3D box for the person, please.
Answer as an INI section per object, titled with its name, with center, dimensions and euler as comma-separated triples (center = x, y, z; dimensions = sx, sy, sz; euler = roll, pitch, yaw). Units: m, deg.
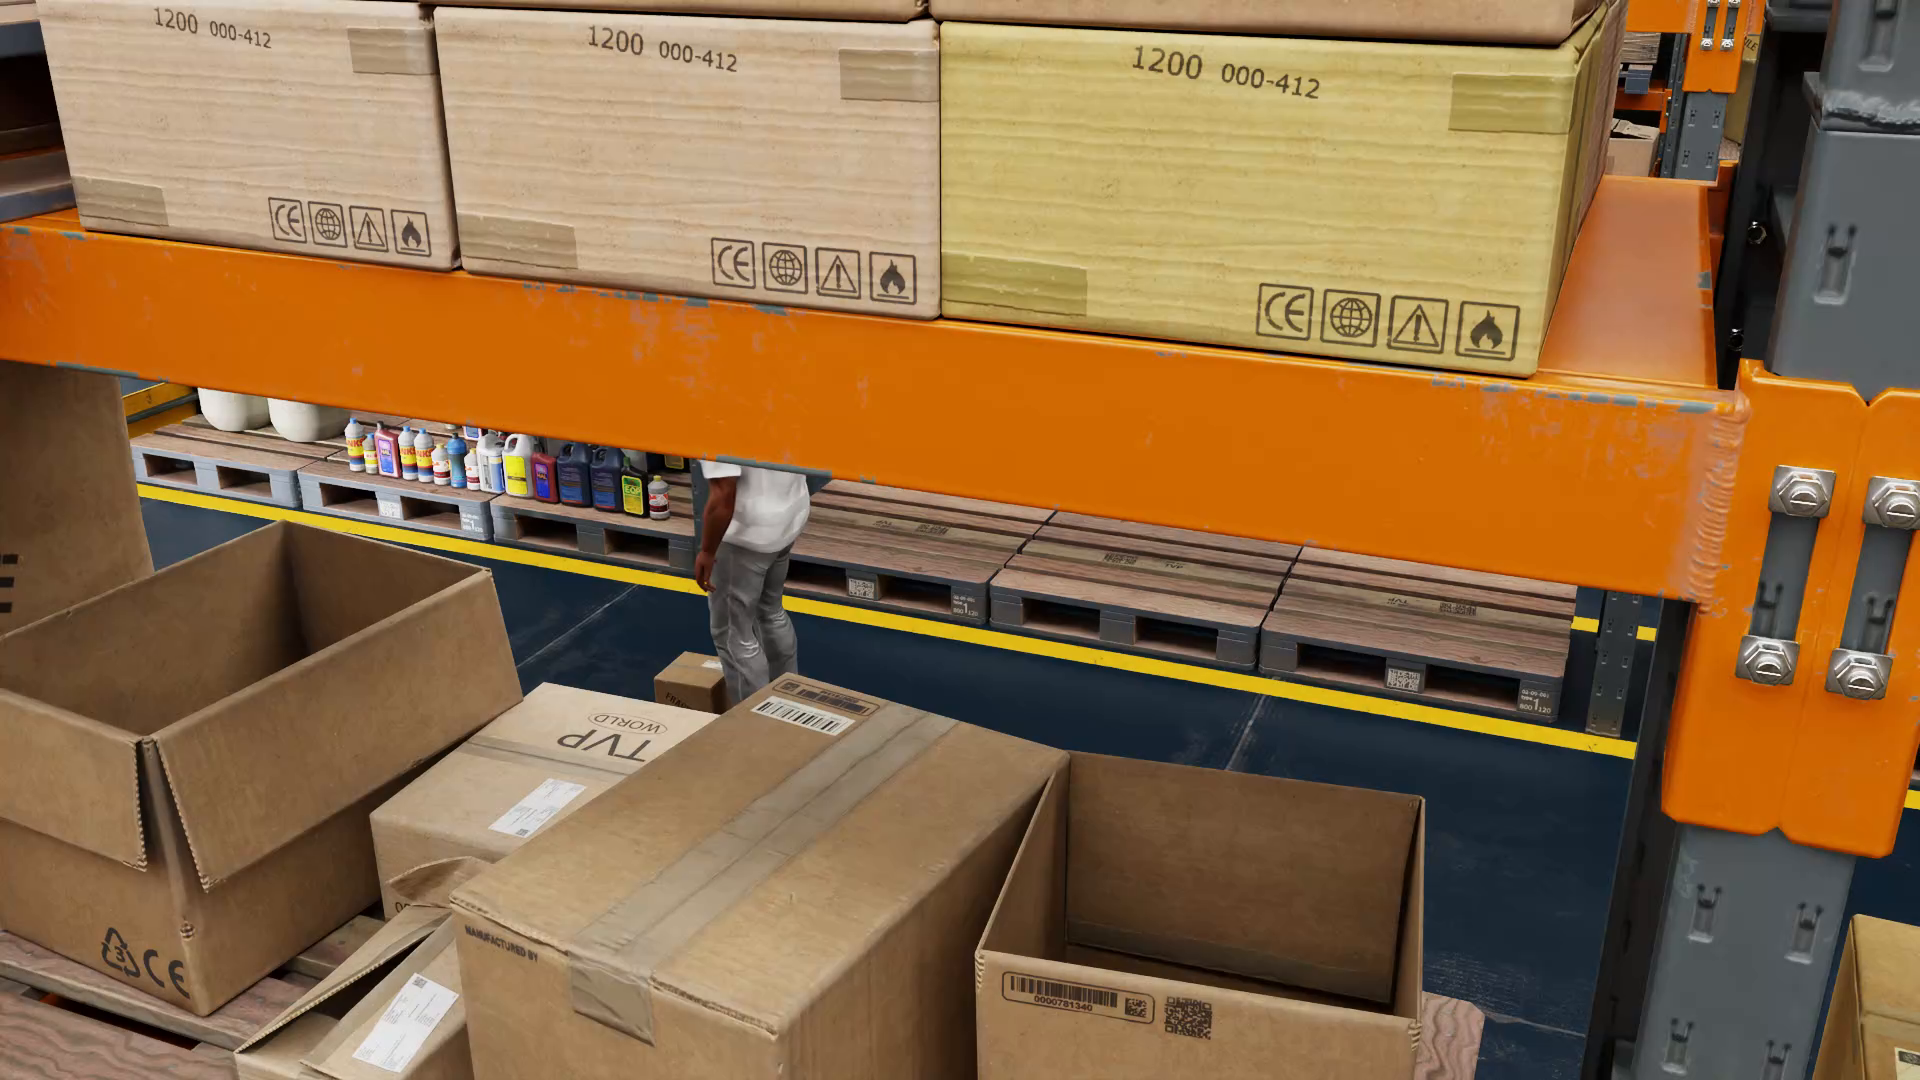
[person]
center = -0.804, -0.052, 6.193
dimensions = 0.458, 1.760, 0.626
euler = 8, 24, 19
